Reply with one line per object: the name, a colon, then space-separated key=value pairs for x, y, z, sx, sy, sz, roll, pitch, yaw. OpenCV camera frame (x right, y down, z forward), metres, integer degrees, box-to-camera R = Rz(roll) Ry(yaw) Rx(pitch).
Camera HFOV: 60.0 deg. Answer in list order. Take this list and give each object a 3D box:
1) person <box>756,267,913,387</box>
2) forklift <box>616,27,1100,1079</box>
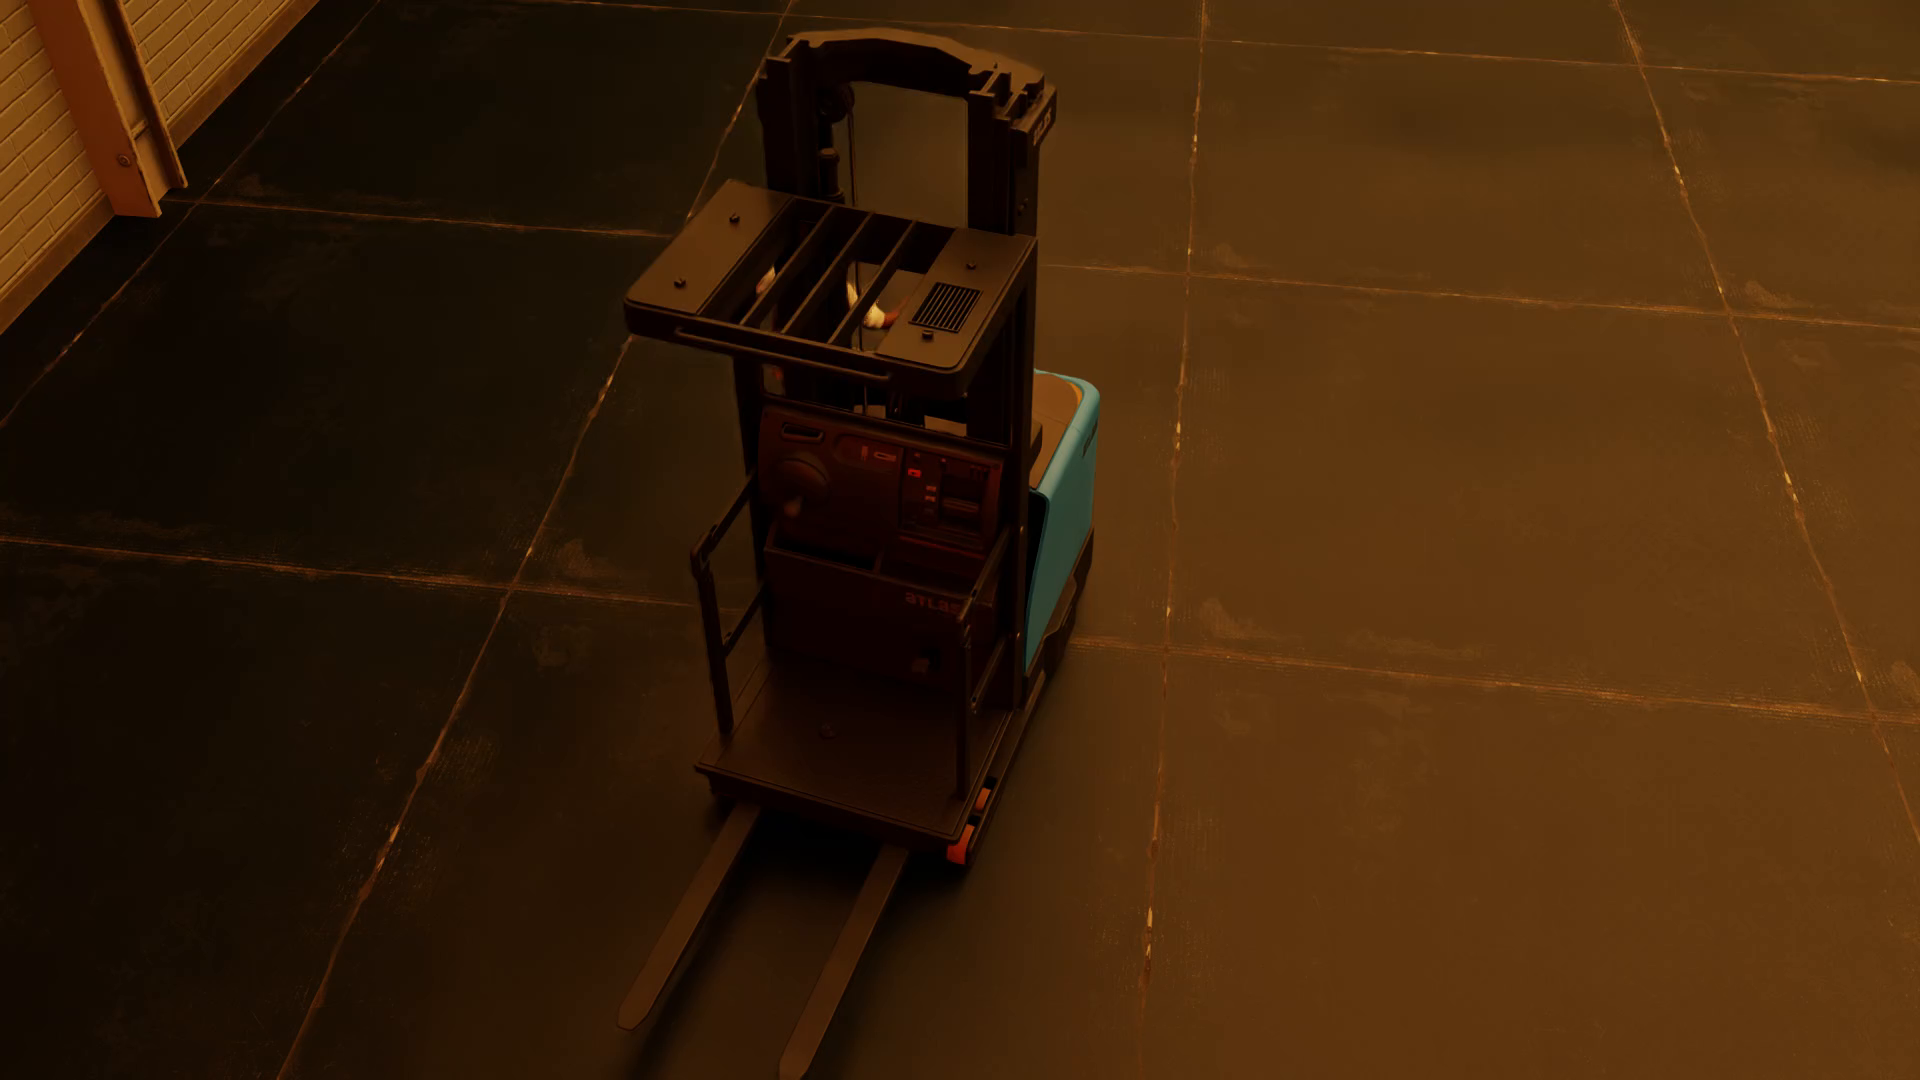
person: x=-0.557 y=-0.950 z=7.835 sx=0.789 sy=1.469 sz=0.714 roll=14 pitch=44 yaw=15
forklift: x=-0.365 y=-0.128 z=5.863 sx=1.130 sy=2.935 sz=3.031 roll=14 pitch=44 yaw=14
